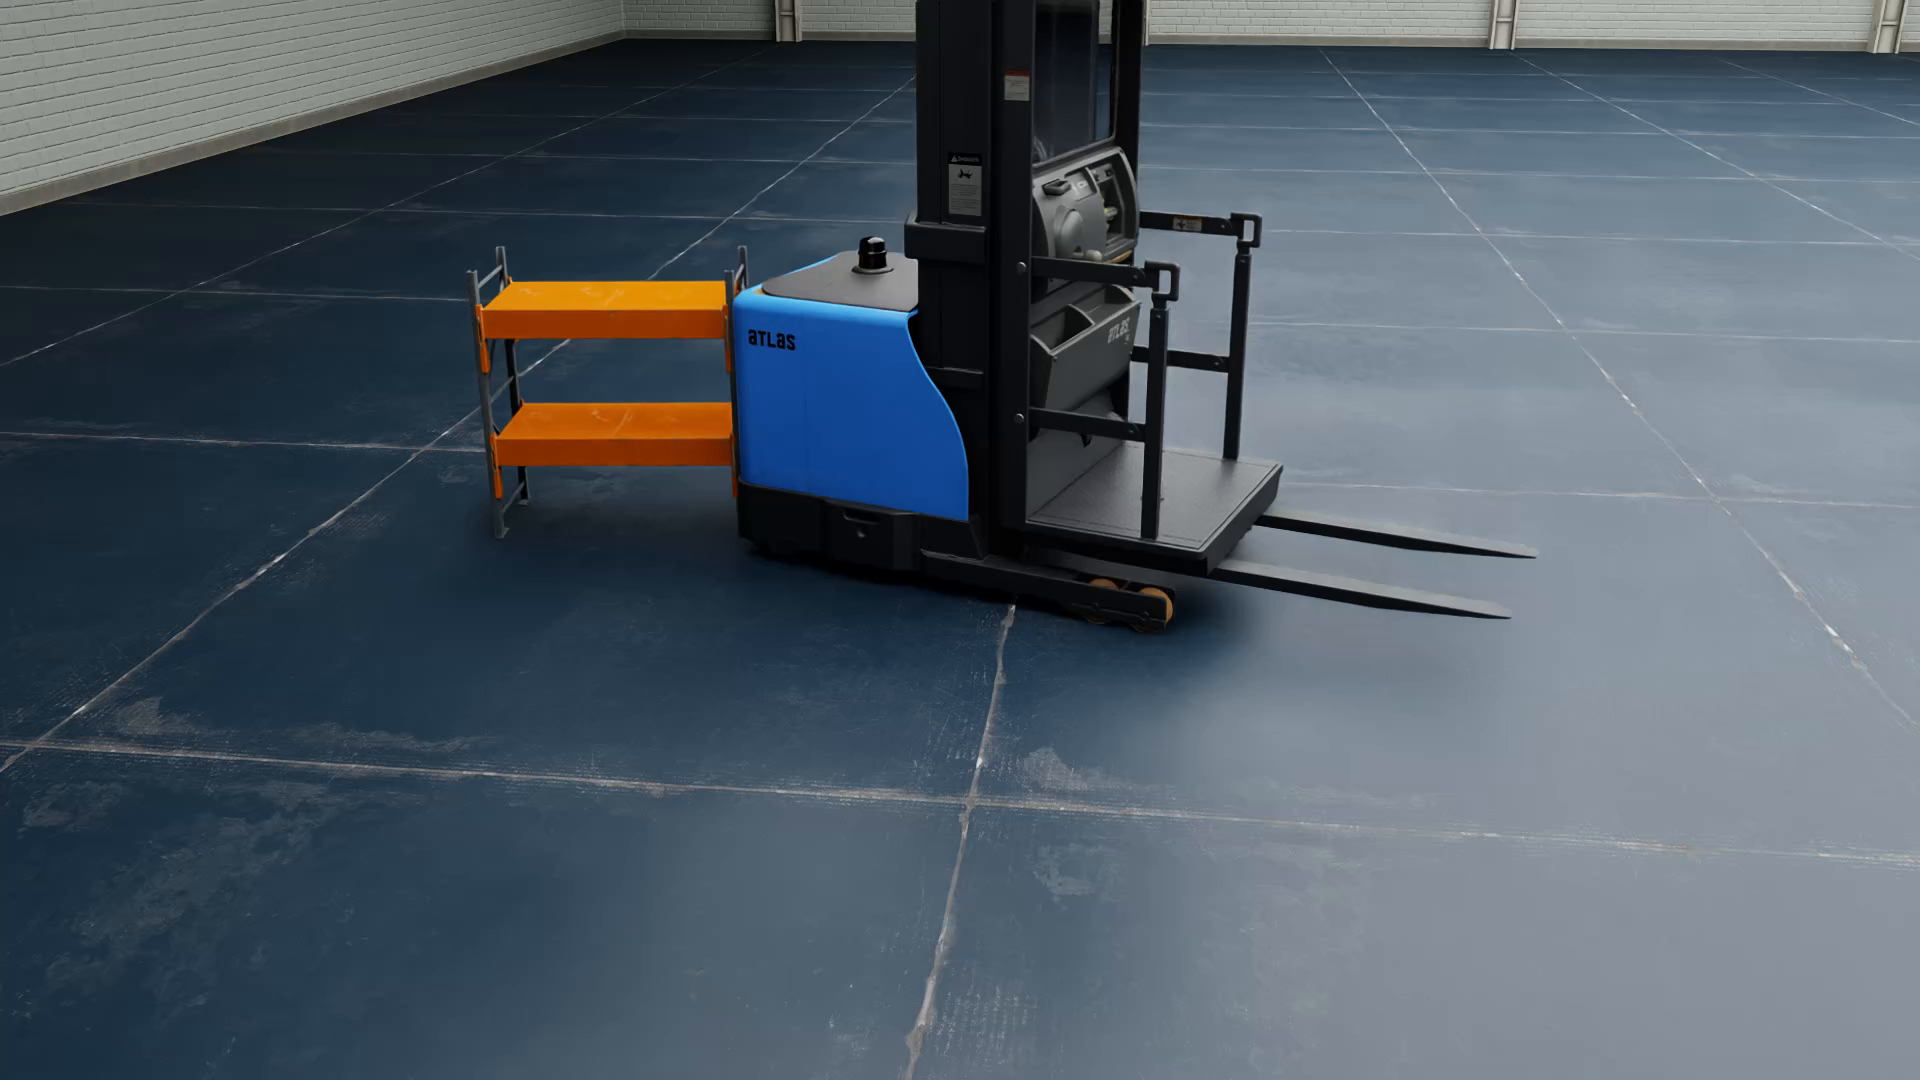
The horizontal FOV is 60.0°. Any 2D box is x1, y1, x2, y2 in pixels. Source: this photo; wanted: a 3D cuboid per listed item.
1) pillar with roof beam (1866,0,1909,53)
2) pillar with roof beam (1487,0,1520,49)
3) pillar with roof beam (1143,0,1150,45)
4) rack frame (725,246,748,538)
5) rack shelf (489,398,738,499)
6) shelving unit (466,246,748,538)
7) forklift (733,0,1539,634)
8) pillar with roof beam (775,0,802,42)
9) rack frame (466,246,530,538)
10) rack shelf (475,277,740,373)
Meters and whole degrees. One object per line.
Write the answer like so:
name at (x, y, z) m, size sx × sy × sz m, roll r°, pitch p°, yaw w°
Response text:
pillar with roof beam at (14.405, -10.504, 21.270) m, size 0.400 × 9.000 × 9.100 m, roll 2°, pitch 22°, yaw 6°
pillar with roof beam at (8.447, -10.764, 21.927) m, size 0.400 × 9.000 × 9.100 m, roll 2°, pitch 22°, yaw 6°
pillar with roof beam at (2.489, -11.024, 22.584) m, size 0.400 × 9.000 × 9.100 m, roll 2°, pitch 22°, yaw 6°
rack frame at (-0.915, -0.626, 6.991) m, size 0.032 × 1.125 × 0.500 m, roll 0°, pitch 22°, yaw -1°
rack shelf at (-1.424, -0.396, 7.077) m, size 1.000 × 0.278 × 0.538 m, roll 0°, pitch 22°, yaw -1°
shelving unit at (-1.424, -0.624, 6.987) m, size 1.048 × 1.125 × 0.538 m, roll 0°, pitch 22°, yaw -1°
forklift at (0.656, -1.242, 6.096) m, size 3.031 × 2.935 × 1.130 m, roll 10°, pitch 24°, yaw 24°
pillar with roof beam at (-3.470, -11.283, 23.240) m, size 0.400 × 9.000 × 9.100 m, roll 2°, pitch 22°, yaw 6°
rack frame at (-1.932, -0.622, 6.982) m, size 0.032 × 1.125 × 0.500 m, roll 0°, pitch 22°, yaw -1°
rack shelf at (-1.424, -0.896, 6.879) m, size 1.000 × 0.278 × 0.538 m, roll 0°, pitch 22°, yaw -1°
